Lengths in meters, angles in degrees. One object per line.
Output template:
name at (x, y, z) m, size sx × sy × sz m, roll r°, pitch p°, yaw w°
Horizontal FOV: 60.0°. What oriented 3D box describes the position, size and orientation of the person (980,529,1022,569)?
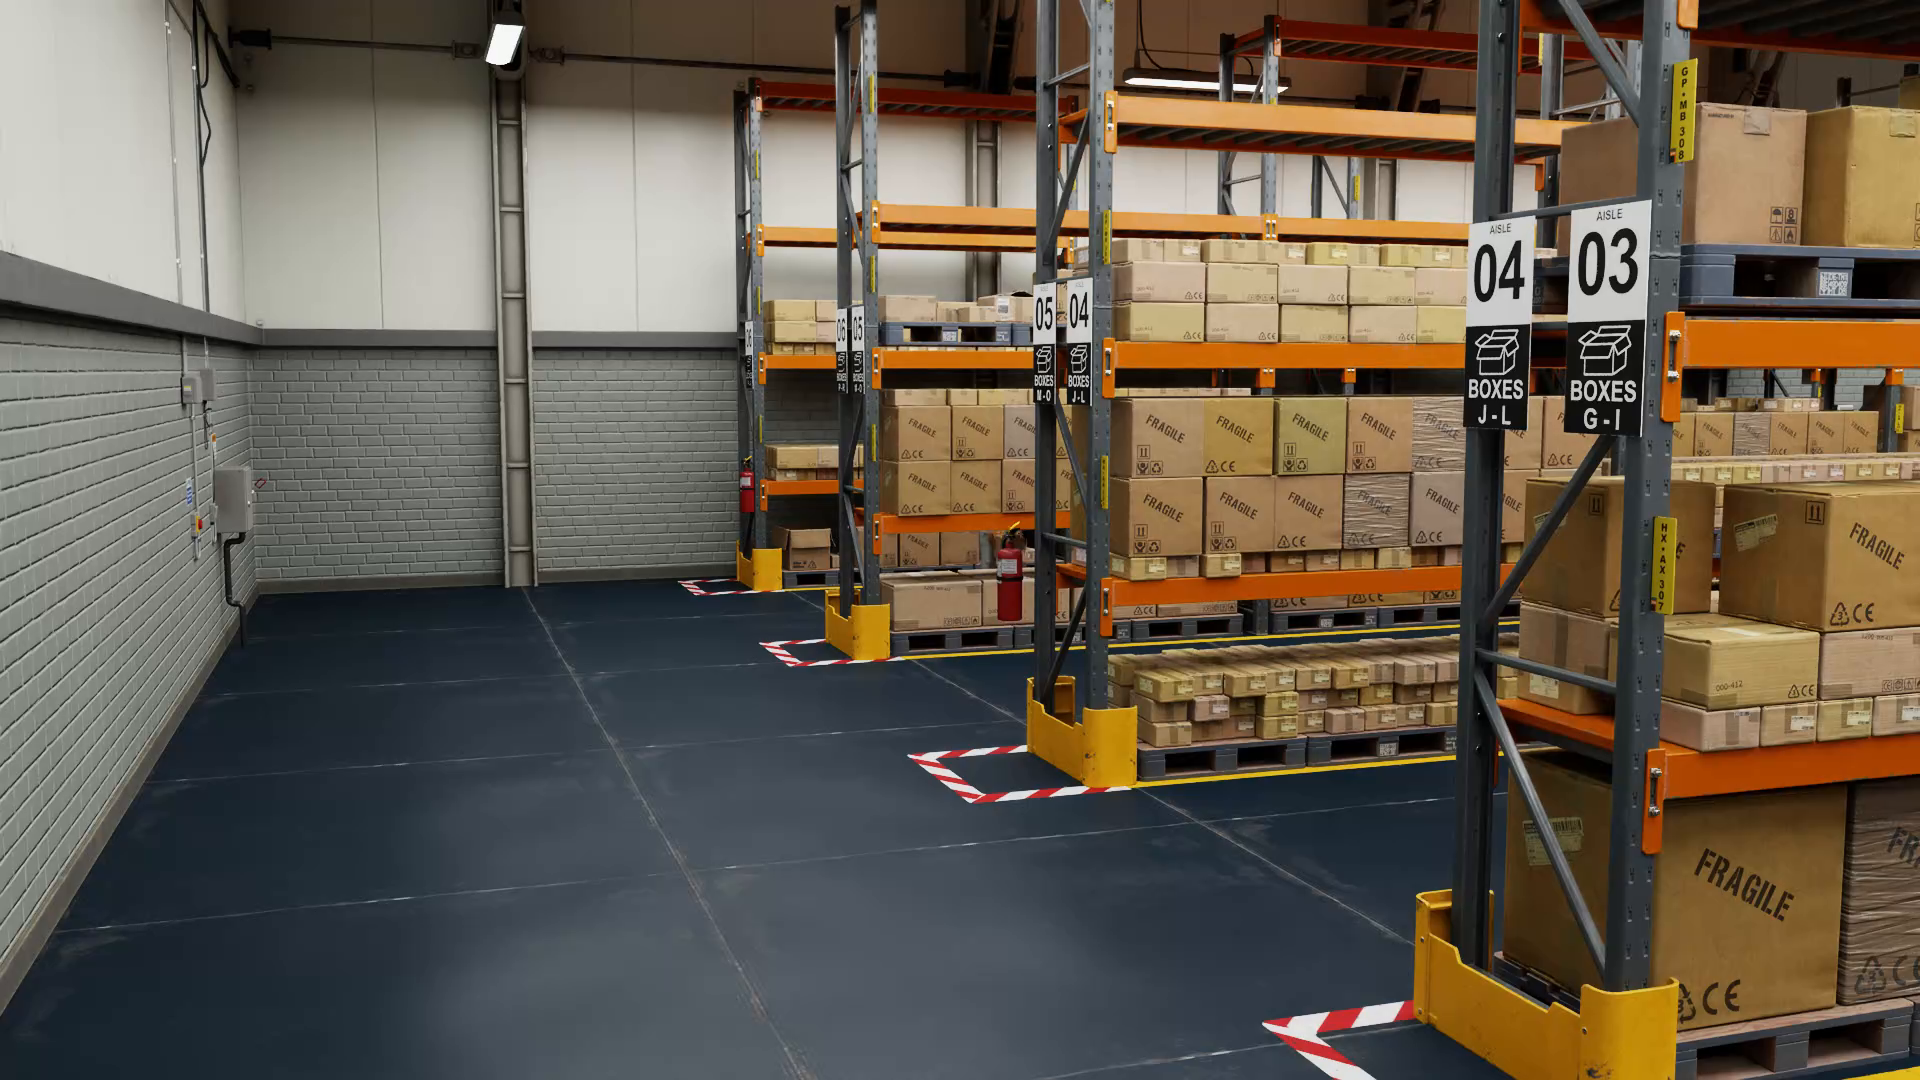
person at (0.433, -0.063, 18.217) m, size 0.513 × 1.672 × 0.423 m, roll -2°, pitch 6°, yaw -20°
